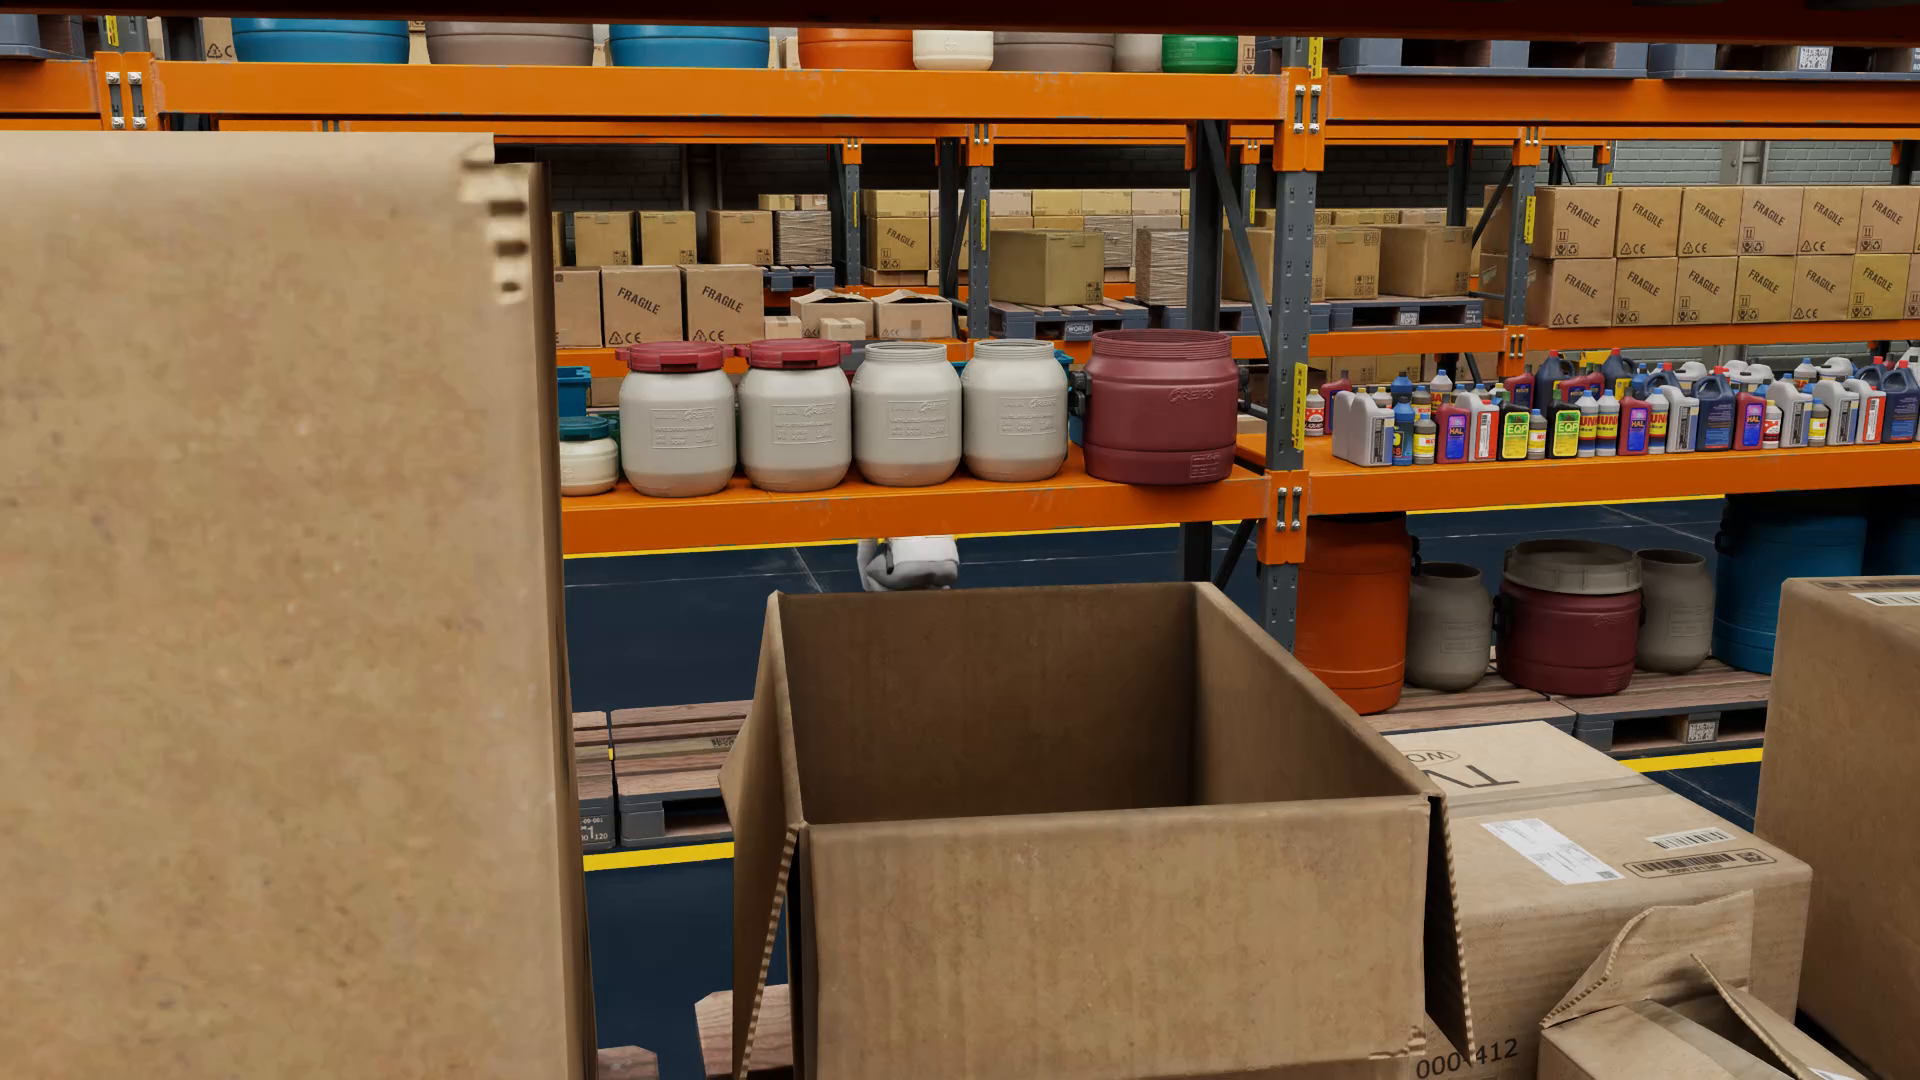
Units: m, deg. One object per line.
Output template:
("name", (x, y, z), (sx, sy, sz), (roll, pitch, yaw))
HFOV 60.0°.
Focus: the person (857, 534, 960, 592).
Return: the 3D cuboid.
("person", (-0.282, 0.068, 8.879), (0.483, 0.914, 0.854), (-3, 13, -13))
